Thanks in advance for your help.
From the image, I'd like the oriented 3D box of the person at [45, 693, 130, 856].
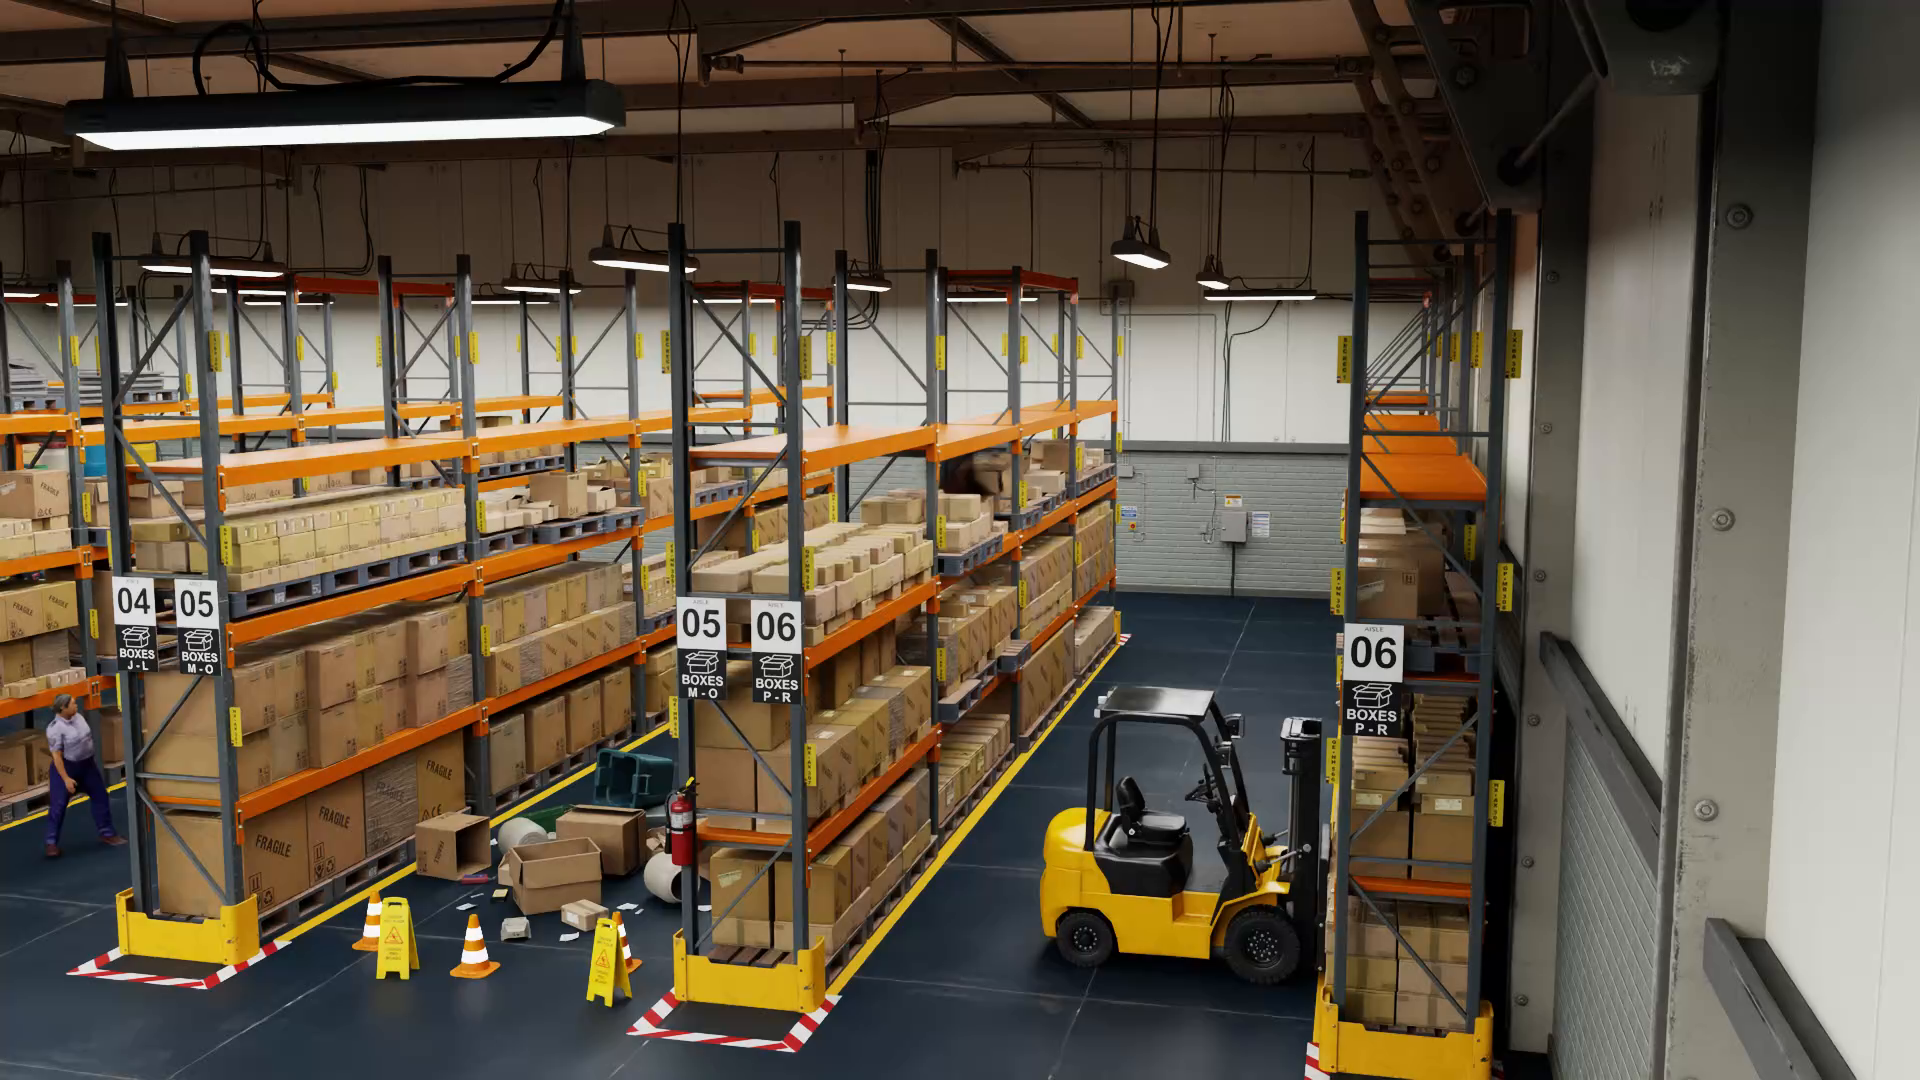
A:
[{"bbox_3d":[-8.871,2.339,16.741,0.576,1.648,0.673,3,8,22],"label":"person"}]
